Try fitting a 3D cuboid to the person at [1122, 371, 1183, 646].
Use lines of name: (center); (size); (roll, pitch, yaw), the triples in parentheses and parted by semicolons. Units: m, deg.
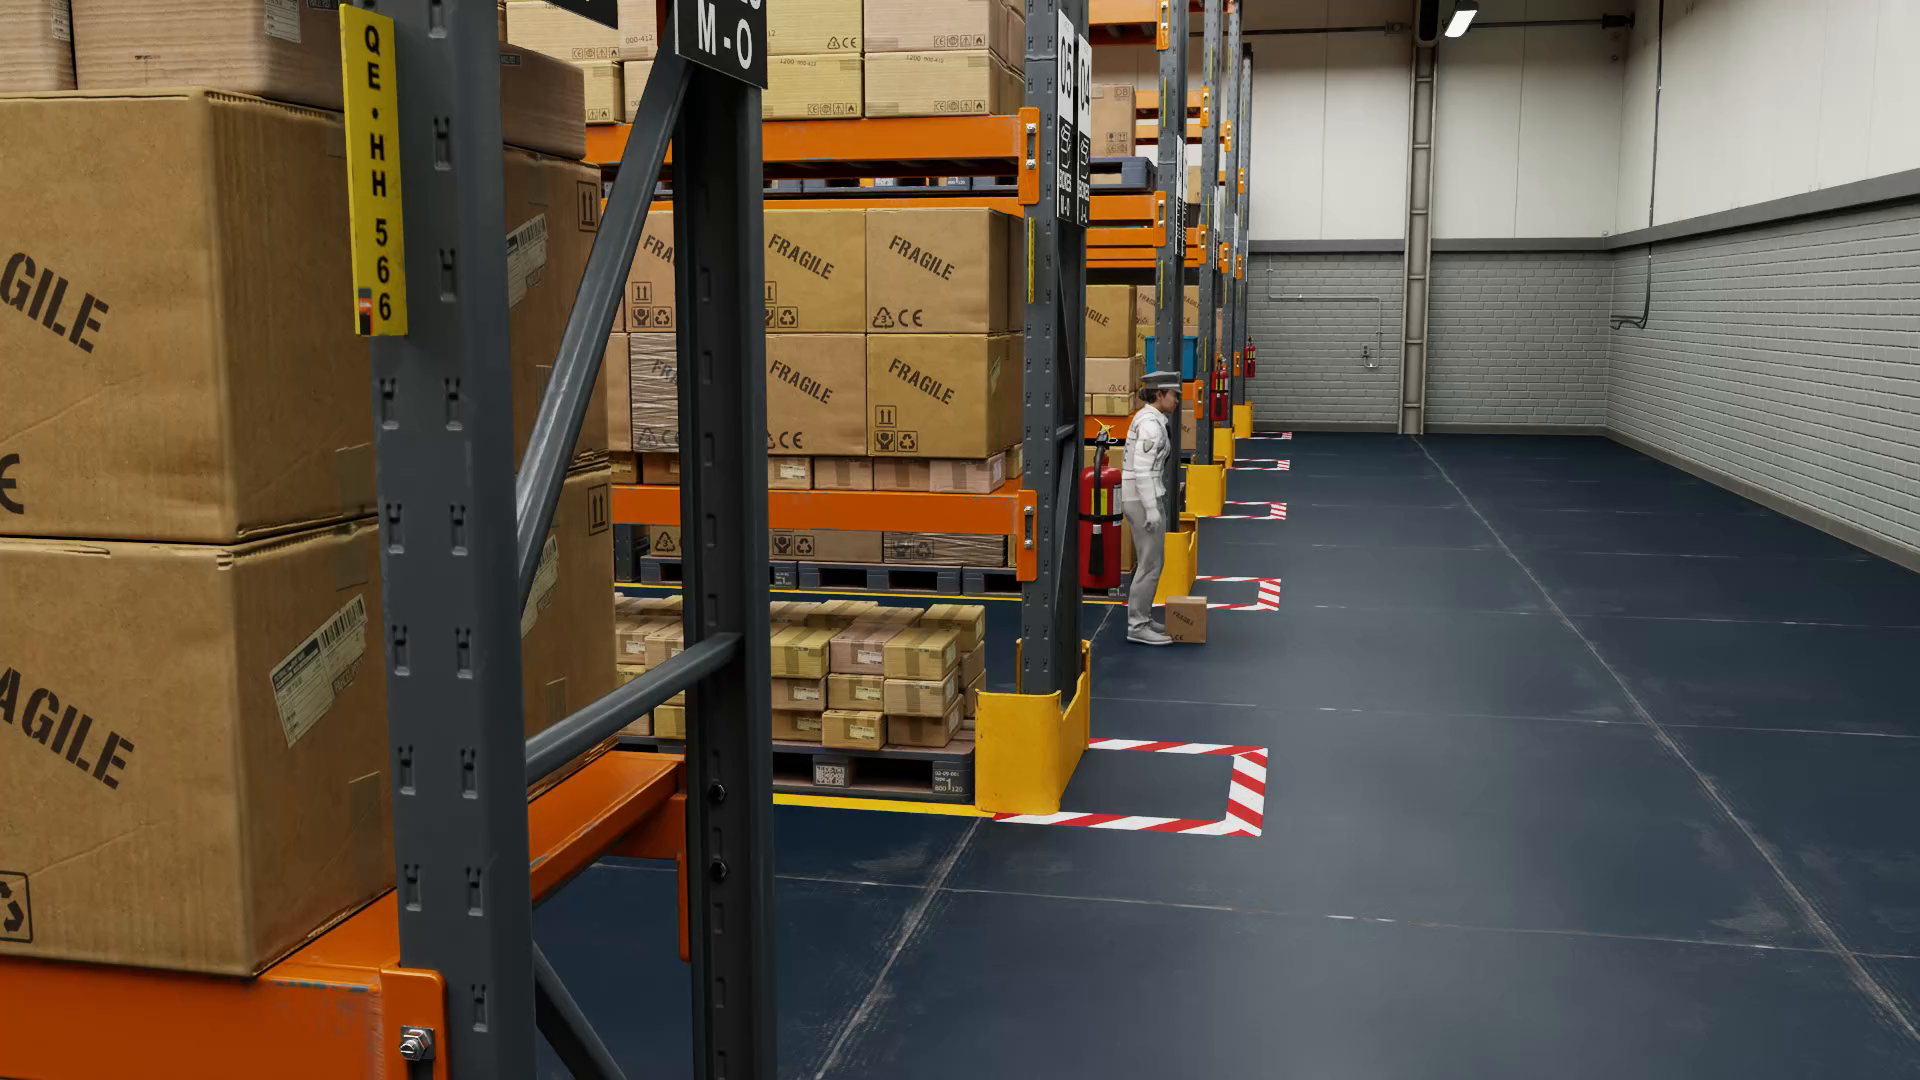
person: (1.177, -0.211, 10.297); (0.379, 1.663, 0.535); (1, 8, 10)
